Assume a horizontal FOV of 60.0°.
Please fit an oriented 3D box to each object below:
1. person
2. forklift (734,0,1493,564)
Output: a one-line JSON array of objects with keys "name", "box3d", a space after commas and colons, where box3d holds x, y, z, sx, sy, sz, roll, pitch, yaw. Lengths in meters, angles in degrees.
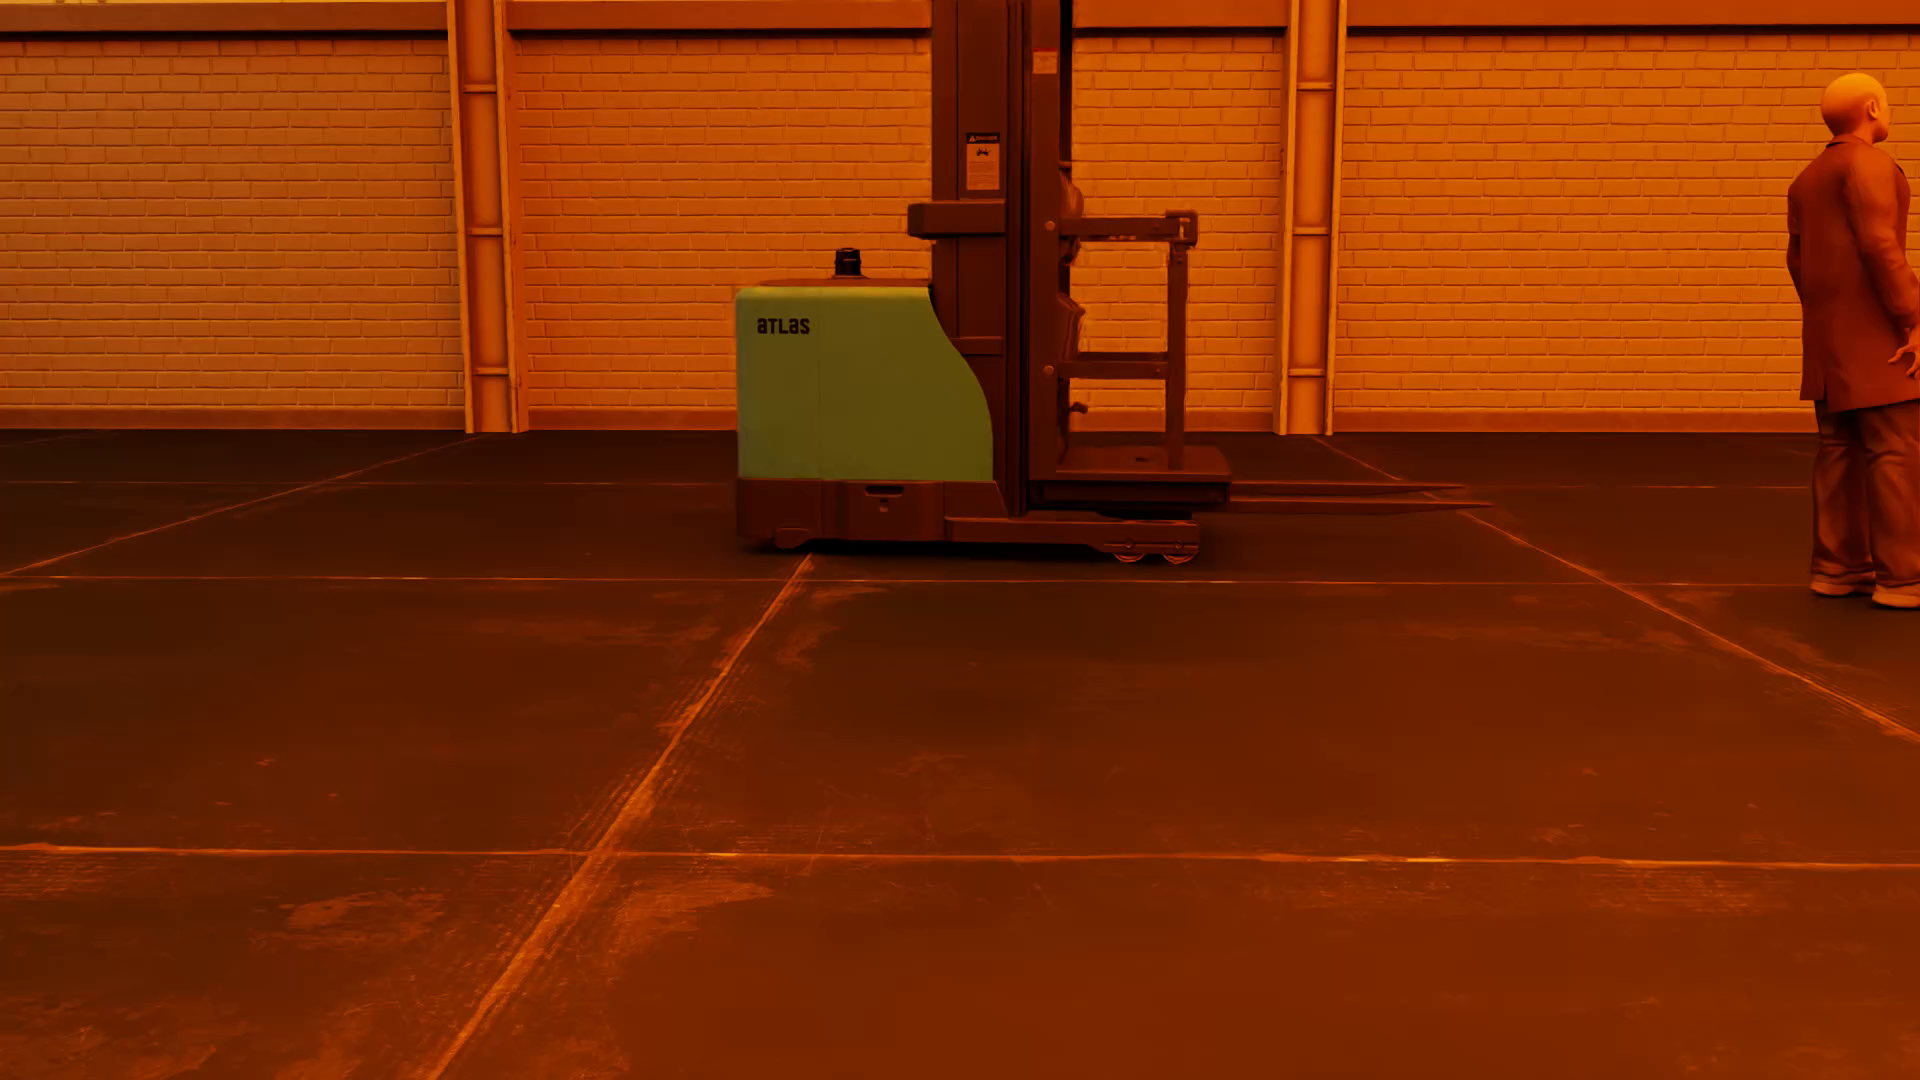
[{"name": "person", "box3d": [3.171, -0.685, 5.687, 0.574, 1.779, 0.693, 0, 9, 1]}, {"name": "forklift", "box3d": [0.635, -1.441, 6.857, 3.031, 2.935, 1.130, 1, 9, 6]}]
